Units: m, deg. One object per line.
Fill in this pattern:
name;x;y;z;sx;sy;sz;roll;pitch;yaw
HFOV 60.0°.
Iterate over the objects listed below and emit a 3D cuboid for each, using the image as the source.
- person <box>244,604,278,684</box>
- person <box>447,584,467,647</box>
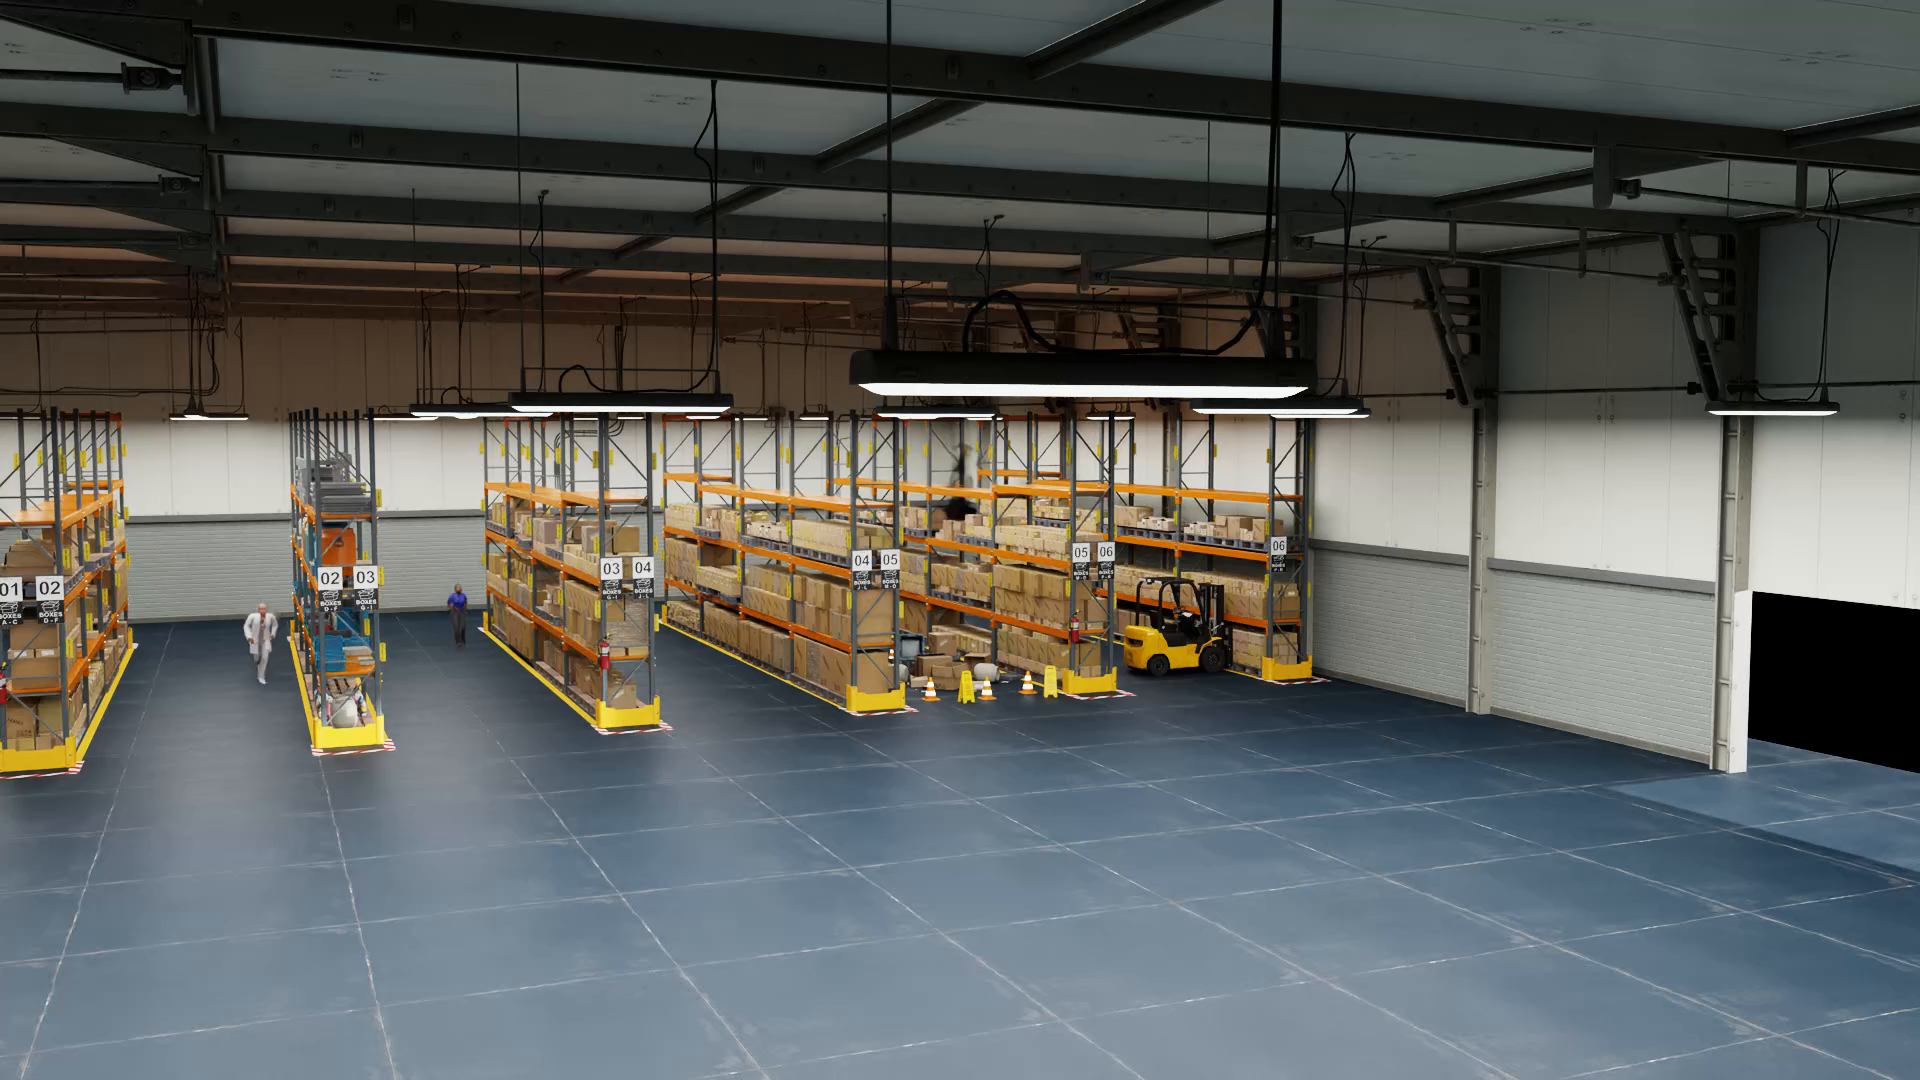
person;-15.549;2.285;37.017;0.718;1.773;1.005;-2;4;-24
person;-12.818;1.934;42.523;0.558;1.621;0.569;-3;5;-32
